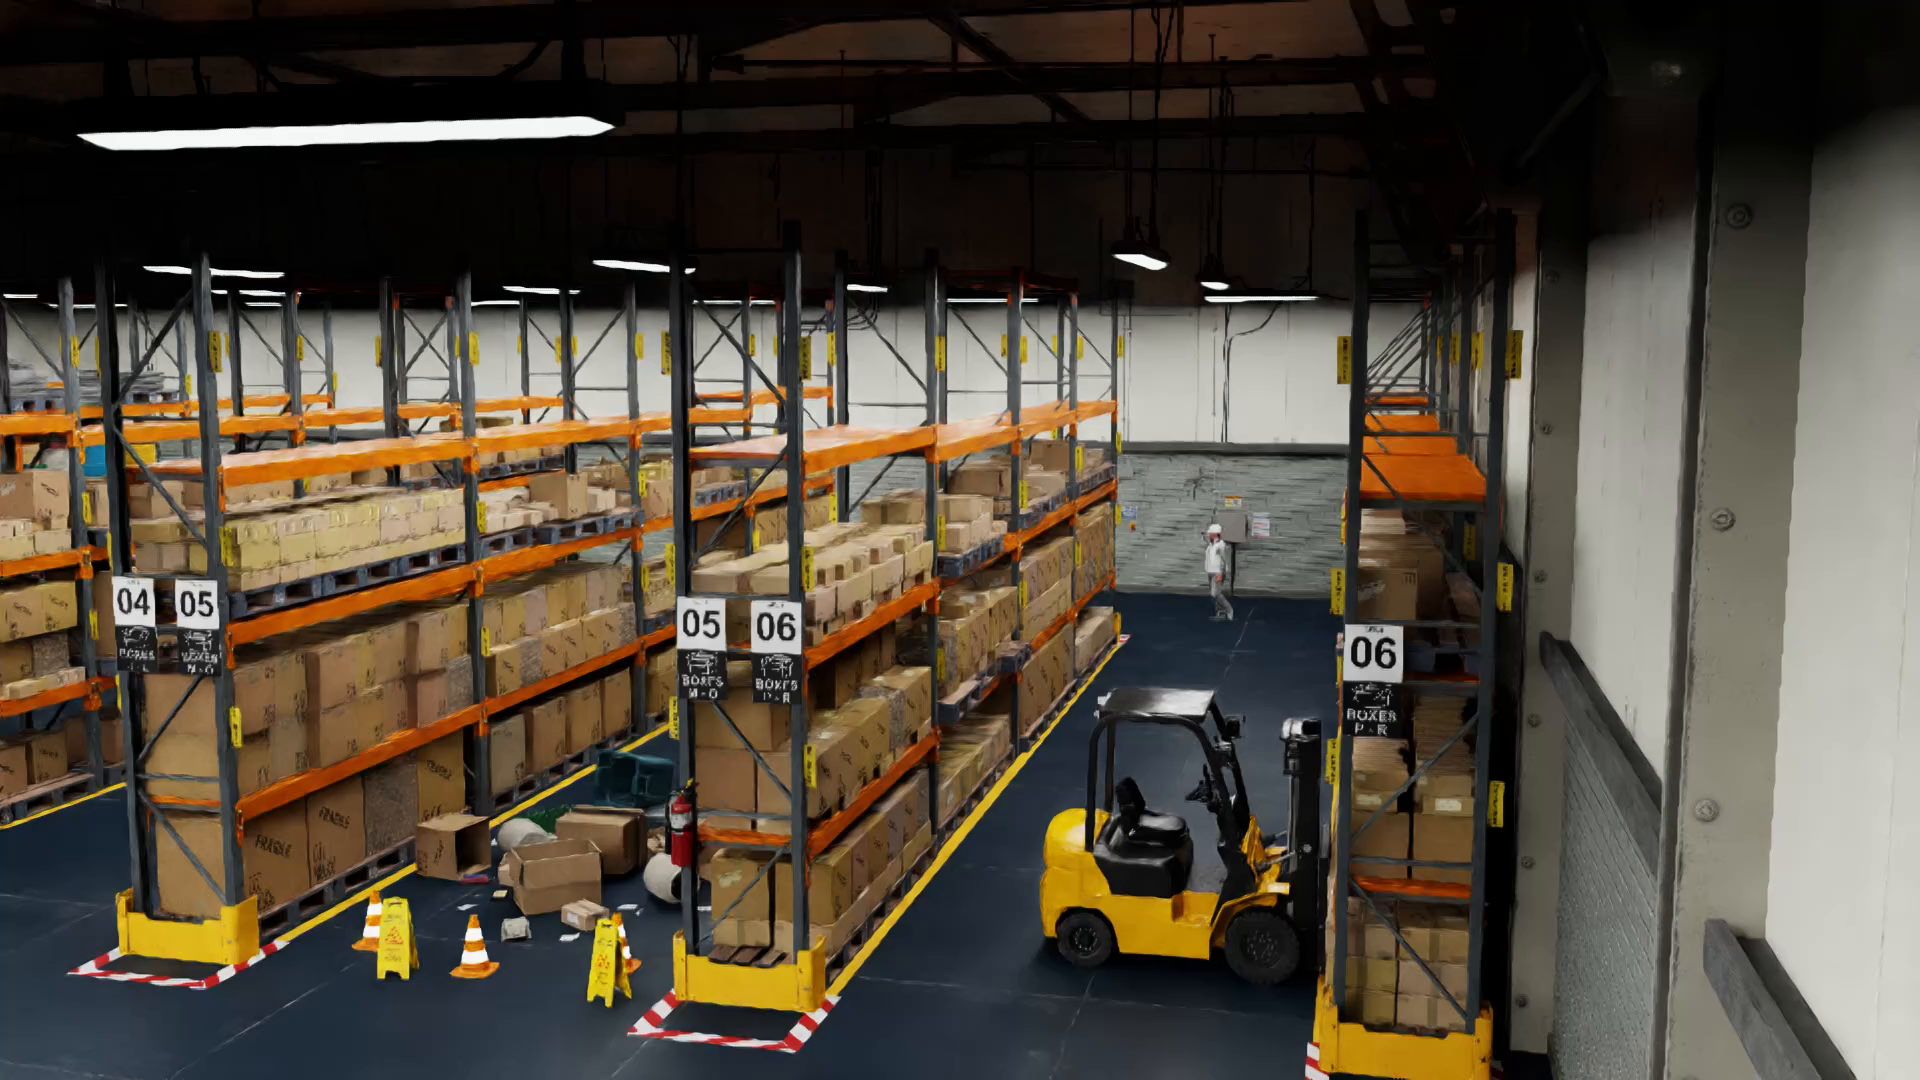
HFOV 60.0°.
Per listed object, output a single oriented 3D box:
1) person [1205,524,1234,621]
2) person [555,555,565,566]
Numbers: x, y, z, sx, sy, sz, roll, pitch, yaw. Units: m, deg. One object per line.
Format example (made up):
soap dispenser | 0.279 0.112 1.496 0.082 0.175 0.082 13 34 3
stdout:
person | 4.721 0.596 30.239 0.460 1.762 0.690 -2 7 -18
person | -6.633 0.990 27.741 0.447 1.574 1.088 2 7 16
